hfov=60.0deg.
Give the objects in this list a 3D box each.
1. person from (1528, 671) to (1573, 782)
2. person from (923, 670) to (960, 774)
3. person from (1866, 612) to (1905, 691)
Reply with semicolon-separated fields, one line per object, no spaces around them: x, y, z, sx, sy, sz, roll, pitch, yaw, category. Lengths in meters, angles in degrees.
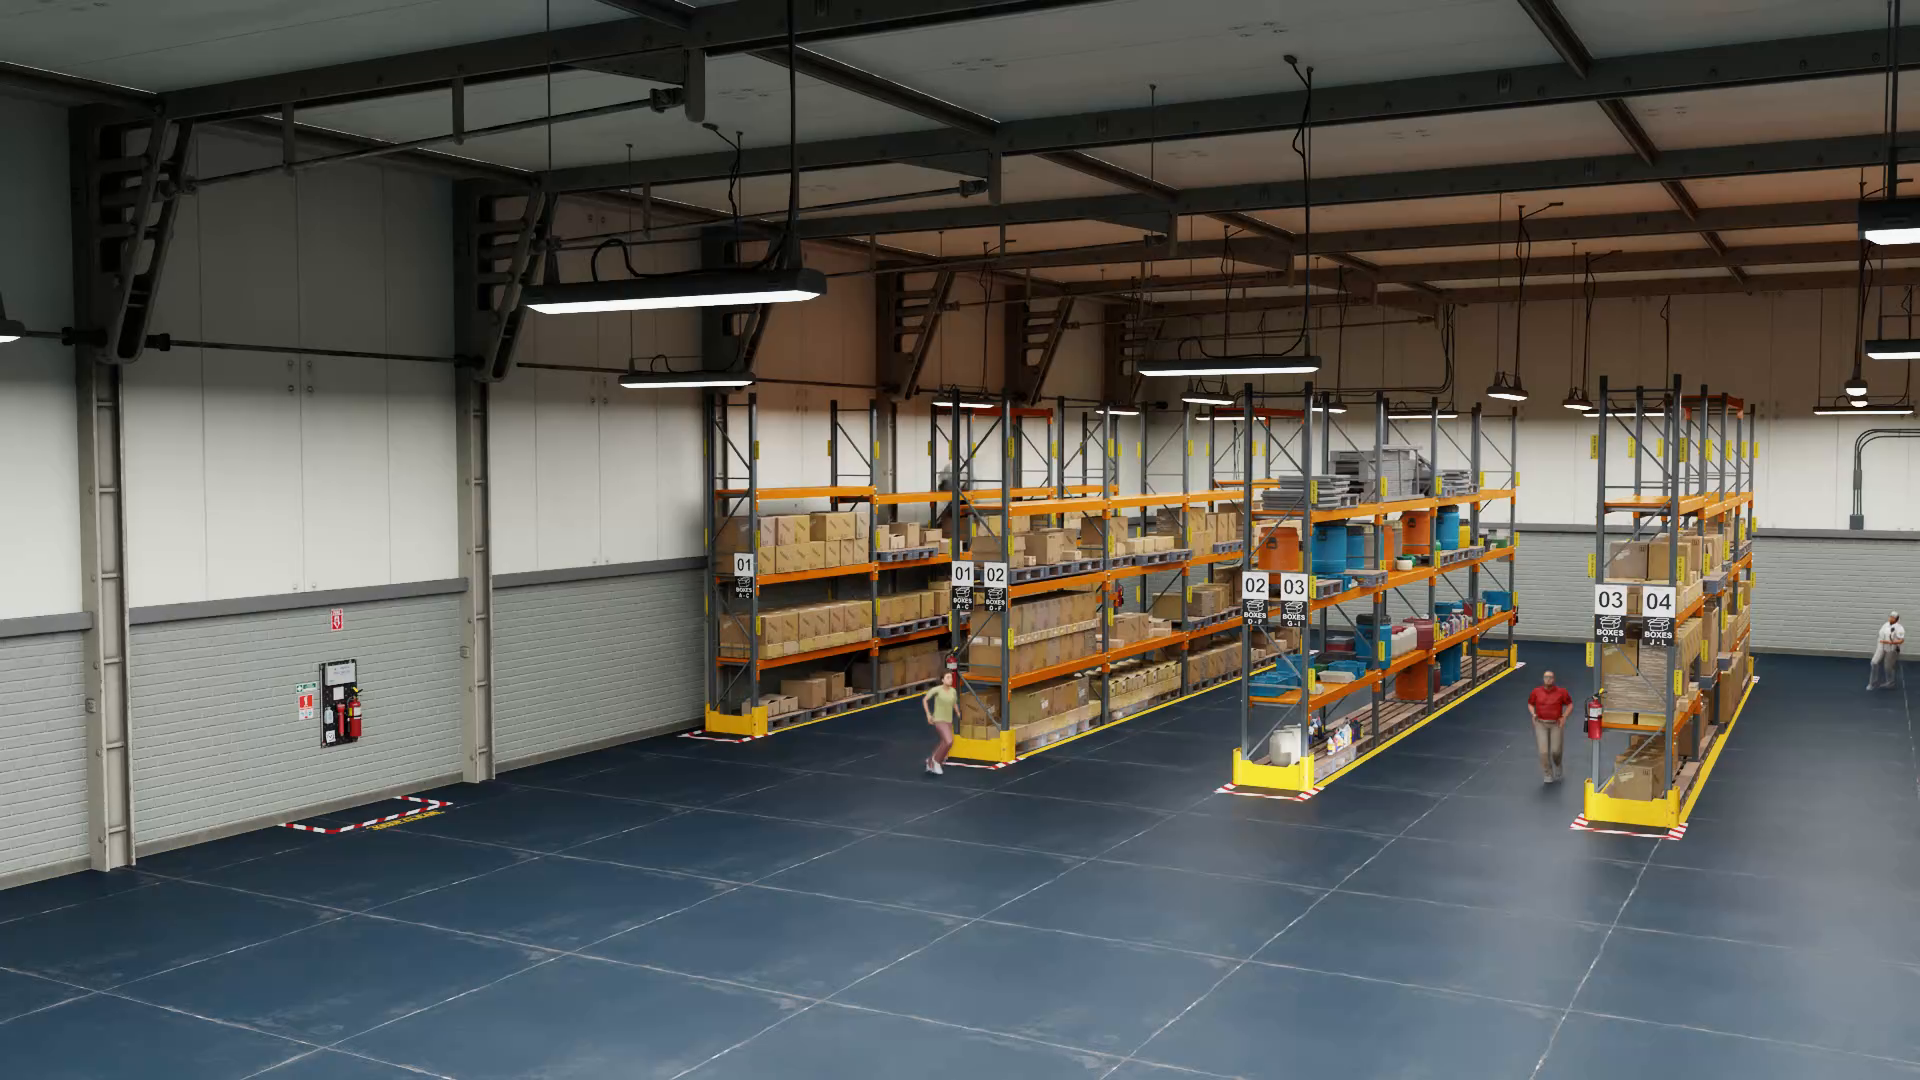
8.863;2.806;25.020;0.640;1.679;0.574;1;3;25;person
-0.266;2.794;25.613;0.507;1.604;0.699;-3;4;-43;person
19.290;2.318;34.531;0.760;1.648;0.599;-2;4;-31;person
